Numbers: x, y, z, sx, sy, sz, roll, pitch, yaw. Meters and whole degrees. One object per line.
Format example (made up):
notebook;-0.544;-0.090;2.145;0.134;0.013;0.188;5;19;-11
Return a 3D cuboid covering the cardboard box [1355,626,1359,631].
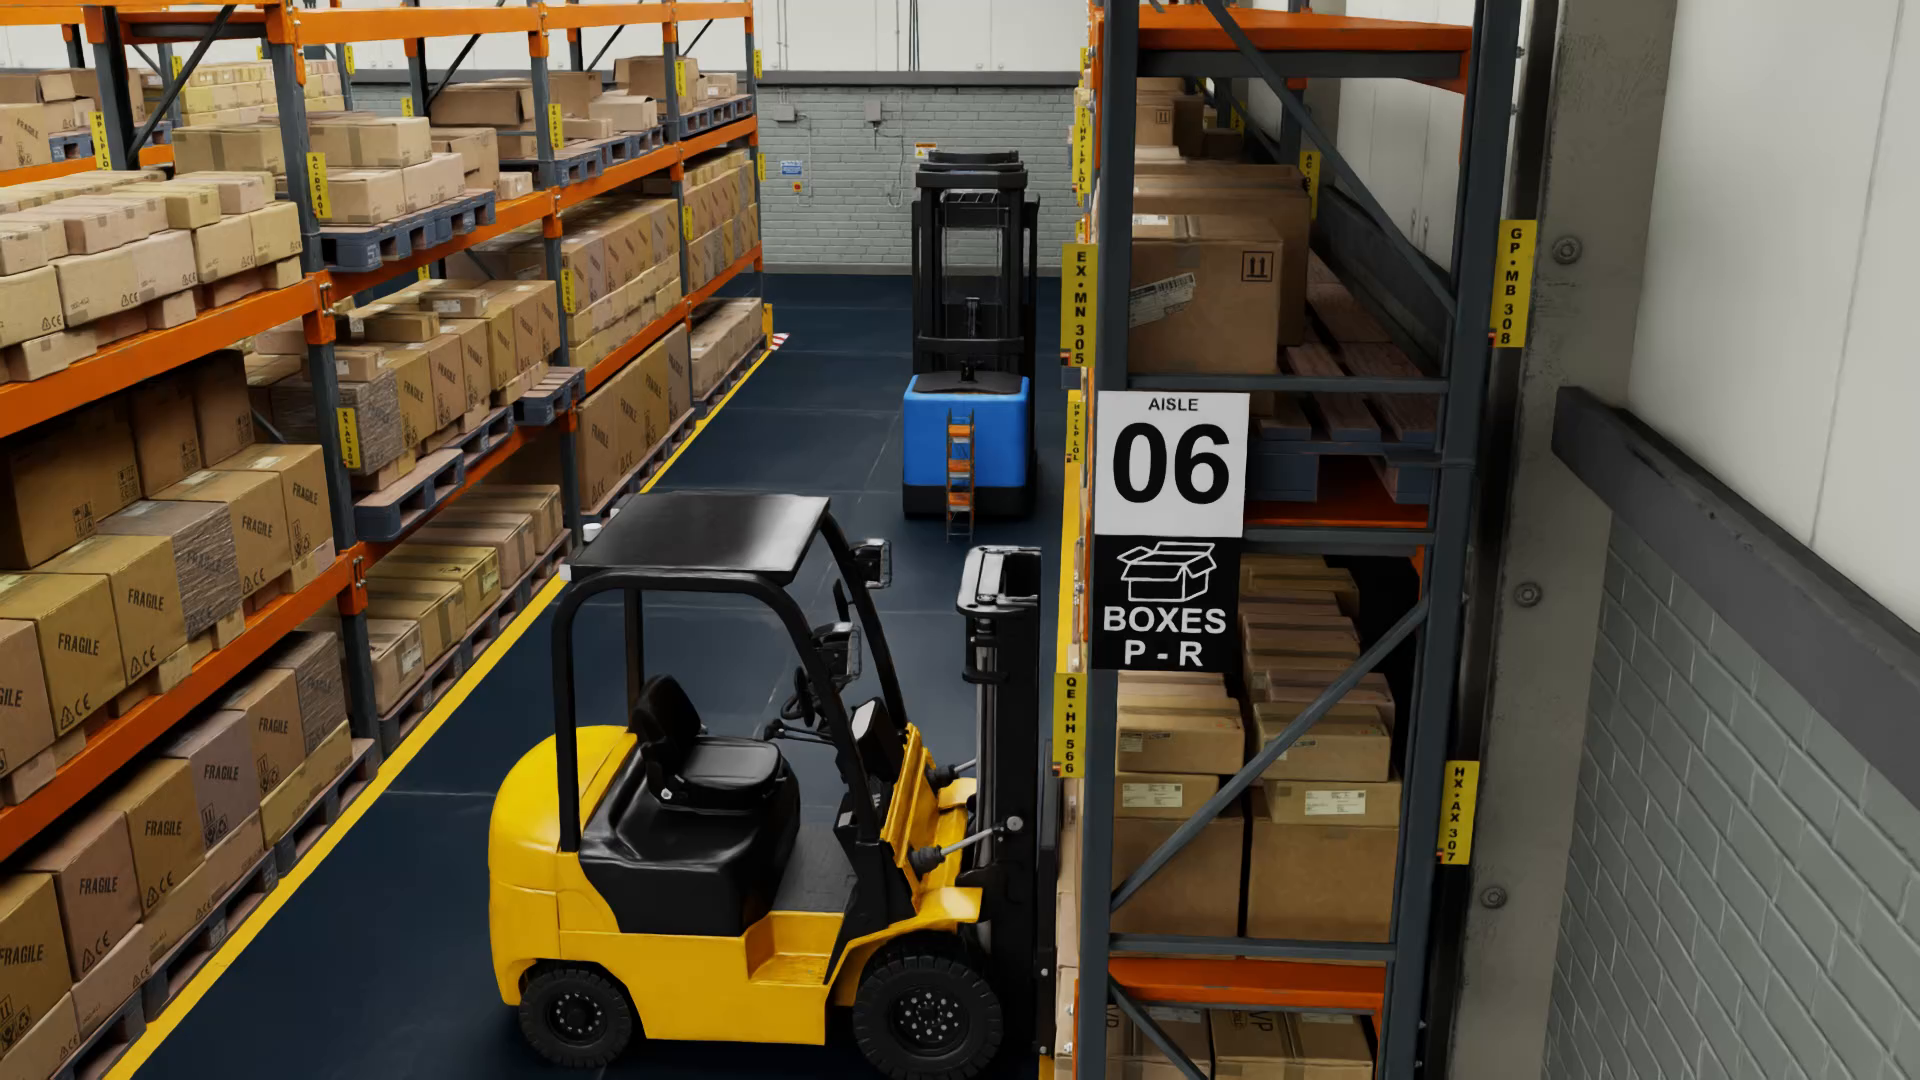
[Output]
cardboard box;1.302;0.356;6.317;0.380;0.149;0.250;2;18;6

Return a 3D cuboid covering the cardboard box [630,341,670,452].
cardboard box;-3.256;-1.342;15.440;0.875;0.875;0.875;2;18;6

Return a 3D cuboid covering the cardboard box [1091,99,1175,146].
cardboard box;1.062;-2.460;10.300;0.500;0.500;0.500;2;18;5

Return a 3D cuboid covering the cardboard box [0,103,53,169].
cardboard box;-8.100;-3.419;14.064;0.500;0.500;0.500;1;18;4

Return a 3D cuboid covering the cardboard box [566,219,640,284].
cardboard box;-3.124;-2.527;14.551;0.500;0.500;0.500;2;18;5

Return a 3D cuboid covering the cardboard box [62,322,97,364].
cardboard box;-3.680;-0.787;6.592;0.380;0.149;0.250;1;18;2

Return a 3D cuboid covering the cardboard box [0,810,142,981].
cardboard box;-3.727;1.436;6.760;0.500;0.500;0.500;1;18;2

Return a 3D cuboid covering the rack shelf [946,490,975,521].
rack shelf;0.004;-0.241;13.400;0.215;0.259;0.240;1;18;4

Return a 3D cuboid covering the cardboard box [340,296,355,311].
cardboard box;-7.677;-2.906;20.424;0.380;0.149;0.250;1;18;5

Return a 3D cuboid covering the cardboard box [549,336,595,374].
cardboard box;-3.235;-1.460;13.303;0.500;0.250;0.500;1;18;3

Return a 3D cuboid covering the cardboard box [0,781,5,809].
cardboard box;-3.760;0.959;6.084;0.380;0.149;0.250;1;18;2

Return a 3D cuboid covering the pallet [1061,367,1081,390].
pallet;1.408;-1.396;13.176;1.213;0.211;1.003;1;18;4

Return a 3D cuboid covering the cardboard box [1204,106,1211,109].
cardboard box;1.767;-3.308;13.006;0.380;0.149;0.250;2;18;6

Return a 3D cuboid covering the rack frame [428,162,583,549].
rack frame;-3.521;-1.385;12.833;1.000;3.000;0.127;1;18;4

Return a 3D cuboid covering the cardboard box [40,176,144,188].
cardboard box;-4.146;-1.656;7.965;0.380;0.149;0.250;2;18;6

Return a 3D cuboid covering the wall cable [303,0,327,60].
wall cable;-8.989;-10.150;24.781;2.277;5.999;0.120;1;18;4

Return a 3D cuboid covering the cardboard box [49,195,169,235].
cardboard box;-3.672;-1.401;7.186;0.380;0.149;0.250;1;18;3

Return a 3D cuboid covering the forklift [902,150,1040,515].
forklift;0.144;-2.014;14.861;1.130;2.935;3.031;1;18;4

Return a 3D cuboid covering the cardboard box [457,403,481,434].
cardboard box;-3.332;-0.792;10.751;0.380;0.149;0.250;2;18;6

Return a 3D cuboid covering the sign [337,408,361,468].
sign;-3.266;-0.544;8.877;0.100;0.325;0.005;1;18;4

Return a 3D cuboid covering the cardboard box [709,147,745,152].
cardboard box;-2.774;-4.585;19.790;0.380;0.149;0.250;2;18;5

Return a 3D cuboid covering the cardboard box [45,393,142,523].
cardboard box;-4.177;-0.362;7.465;0.700;0.500;0.500;1;18;3

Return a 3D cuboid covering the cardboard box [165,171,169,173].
cardboard box;-8.415;-3.523;17.112;0.500;0.500;0.500;1;18;2

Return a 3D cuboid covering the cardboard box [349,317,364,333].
cardboard box;-3.890;-1.157;10.823;0.500;0.500;0.500;1;18;2

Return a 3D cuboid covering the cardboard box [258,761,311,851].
cardboard box;-3.610;1.319;8.320;0.500;0.250;0.500;1;18;2

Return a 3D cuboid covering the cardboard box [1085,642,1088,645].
cardboard box;0.650;0.278;6.078;0.380;0.149;0.250;2;18;5

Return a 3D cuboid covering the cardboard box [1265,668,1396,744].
cardboard box;1.175;0.531;5.304;0.380;0.149;0.250;2;18;6

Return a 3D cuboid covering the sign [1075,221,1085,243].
sign;1.175;-2.939;16.185;0.100;0.325;0.005;1;18;4

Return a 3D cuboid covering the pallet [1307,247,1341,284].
pallet;1.108;-1.151;7.444;1.003;0.211;1.213;1;18;4

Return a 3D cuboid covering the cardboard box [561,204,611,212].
cardboard box;-3.562;-2.861;15.572;0.500;0.500;0.500;1;18;4

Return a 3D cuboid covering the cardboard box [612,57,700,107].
cardboard box;-3.170;-4.769;17.341;0.797;0.503;0.637;3;18;8

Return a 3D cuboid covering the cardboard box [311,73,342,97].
cardboard box;-7.672;-5.392;19.682;0.500;0.250;0.500;1;18;2

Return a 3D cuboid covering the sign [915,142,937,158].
sign;-0.522;-5.987;25.552;0.339;0.242;0.001;1;18;4

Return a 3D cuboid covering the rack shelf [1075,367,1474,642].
rack shelf;1.000;-0.496;6.456;1.077;0.370;4.000;1;18;4

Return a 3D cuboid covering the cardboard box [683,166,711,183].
cardboard box;-2.848;-3.869;17.604;0.380;0.149;0.250;1;18;2

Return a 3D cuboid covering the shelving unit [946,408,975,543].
shelving unit;0.004;-0.516;13.310;0.215;1.050;0.252;1;18;4

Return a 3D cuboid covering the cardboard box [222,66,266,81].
cardboard box;-7.769;-5.061;18.033;0.380;0.149;0.250;1;18;2

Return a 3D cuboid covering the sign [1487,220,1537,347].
sign;1.410;-0.655;4.257;0.100;0.325;0.005;1;18;4

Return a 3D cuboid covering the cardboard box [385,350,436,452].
cardboard box;-3.453;-0.826;9.814;0.500;0.500;0.500;1;18;4

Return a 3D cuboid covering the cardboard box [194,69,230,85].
cardboard box;-7.838;-4.815;17.282;0.380;0.149;0.250;1;18;2

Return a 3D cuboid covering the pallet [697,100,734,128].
pallet;-3.075;-4.643;18.099;1.003;0.211;1.213;1;18;4

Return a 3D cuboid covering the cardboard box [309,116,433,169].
cardboard box;-3.341;-2.262;9.454;0.500;0.250;0.500;1;18;3

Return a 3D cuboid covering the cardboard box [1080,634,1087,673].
cardboard box;0.713;0.683;6.361;0.500;0.500;0.500;1;18;3

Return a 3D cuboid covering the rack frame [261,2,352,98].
rack frame;-7.892;-6.800;19.723;1.000;3.000;0.127;1;18;4

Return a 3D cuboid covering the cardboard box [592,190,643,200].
cardboard box;-3.476;-3.303;16.919;0.500;0.500;0.500;1;18;3

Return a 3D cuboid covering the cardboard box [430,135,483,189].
cardboard box;-3.602;-2.385;10.902;0.797;0.503;0.637;1;18;4

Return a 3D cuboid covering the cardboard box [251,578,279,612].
cardboard box;-3.635;0.240;8.277;0.380;0.149;0.250;1;18;4

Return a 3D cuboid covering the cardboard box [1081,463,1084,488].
cardboard box;0.923;-0.358;9.135;0.500;0.250;0.500;1;18;3

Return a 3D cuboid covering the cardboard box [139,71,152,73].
cardboard box;-8.420;-4.673;16.849;0.380;0.149;0.250;2;18;5

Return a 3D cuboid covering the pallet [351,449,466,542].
pallet;-3.608;-0.286;9.786;1.003;0.211;1.213;1;18;4

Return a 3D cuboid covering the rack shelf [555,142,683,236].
rack shelf;-3.378;-3.090;14.374;1.077;0.370;4.000;1;18;4
